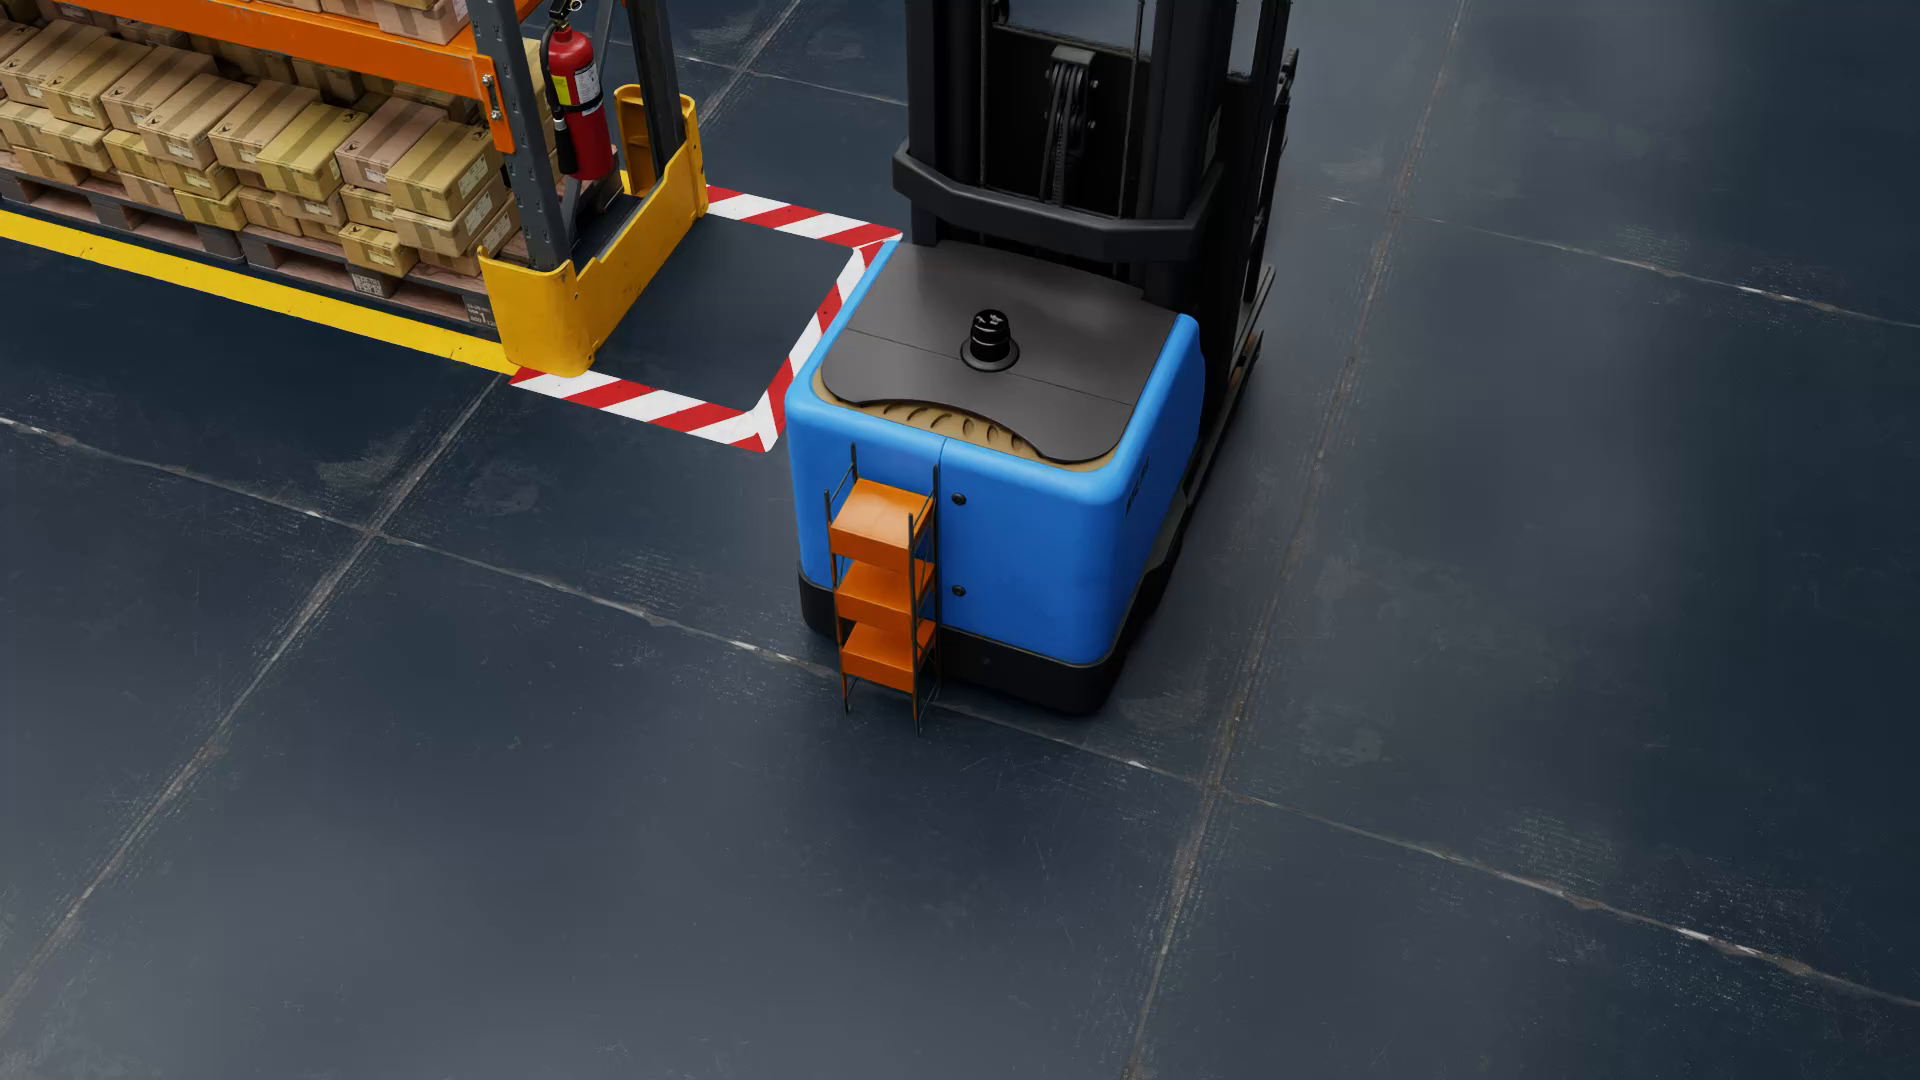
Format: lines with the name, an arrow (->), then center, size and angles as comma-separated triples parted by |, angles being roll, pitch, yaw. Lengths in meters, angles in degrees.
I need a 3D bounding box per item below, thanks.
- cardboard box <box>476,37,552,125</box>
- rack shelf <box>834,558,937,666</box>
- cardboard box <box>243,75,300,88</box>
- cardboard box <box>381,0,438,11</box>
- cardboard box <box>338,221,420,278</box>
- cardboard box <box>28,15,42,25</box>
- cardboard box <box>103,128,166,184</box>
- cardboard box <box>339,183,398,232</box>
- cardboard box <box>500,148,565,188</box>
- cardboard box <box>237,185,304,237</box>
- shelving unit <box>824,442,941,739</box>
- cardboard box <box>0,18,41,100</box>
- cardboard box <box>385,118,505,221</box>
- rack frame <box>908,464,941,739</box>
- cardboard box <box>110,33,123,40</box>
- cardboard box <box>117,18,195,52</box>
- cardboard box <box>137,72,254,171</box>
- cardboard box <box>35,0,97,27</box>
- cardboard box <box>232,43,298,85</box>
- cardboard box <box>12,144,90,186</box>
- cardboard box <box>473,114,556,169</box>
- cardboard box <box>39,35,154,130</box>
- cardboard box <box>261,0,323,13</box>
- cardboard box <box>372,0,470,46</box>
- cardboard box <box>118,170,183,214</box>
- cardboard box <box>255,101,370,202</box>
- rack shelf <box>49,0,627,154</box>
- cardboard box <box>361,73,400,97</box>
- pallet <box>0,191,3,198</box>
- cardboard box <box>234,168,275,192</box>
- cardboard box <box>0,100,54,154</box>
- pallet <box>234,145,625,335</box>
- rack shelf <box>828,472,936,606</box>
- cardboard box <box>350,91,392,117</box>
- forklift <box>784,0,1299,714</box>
cardboard box -> -1.698, -1.796, 6.537 | 0.250, 0.149, 0.380 | 14, 50, 11
rack shelf -> -0.214, 0.183, 4.910 | 0.240, 0.259, 0.215 | 16, 51, 13
cardboard box -> -2.709, -1.899, 6.823 | 0.250, 0.149, 0.380 | 13, 50, 11
cardboard box -> -1.835, -2.085, 5.309 | 0.500, 0.500, 0.500 | 17, 51, 14
cardboard box -> -2.167, -1.209, 6.421 | 0.250, 0.149, 0.380 | 17, 51, 14
cardboard box -> -3.954, -2.256, 7.132 | 0.250, 0.149, 0.380 | 16, 51, 13
cardboard box -> -3.131, -1.598, 6.562 | 0.250, 0.149, 0.380 | 18, 51, 15
cardboard box -> -2.145, -1.363, 6.358 | 0.250, 0.149, 0.380 | 15, 51, 12
cardboard box -> -1.705, -1.587, 6.749 | 0.250, 0.149, 0.380 | 17, 51, 14
cardboard box -> -2.621, -1.394, 6.582 | 0.250, 0.149, 0.380 | 16, 51, 13
shelving unit -> -0.214, 0.176, 4.902 | 0.252, 1.050, 0.215 | 16, 51, 13
cardboard box -> -3.870, -1.906, 6.632 | 0.250, 0.149, 0.380 | 17, 51, 14
cardboard box -> -1.909, -1.377, 6.174 | 0.250, 0.149, 0.380 | 16, 51, 14
rack frame -> -0.100, 0.209, 4.874 | 0.008, 1.050, 0.200 | 16, 51, 13
cardboard box -> -3.464, -2.119, 7.013 | 0.250, 0.149, 0.380 | 13, 50, 11
cardboard box -> -3.209, -2.125, 6.821 | 0.250, 0.149, 0.380 | 16, 51, 13
cardboard box -> -2.904, -1.605, 6.371 | 0.250, 0.149, 0.380 | 17, 51, 14
cardboard box -> -3.661, -2.329, 6.999 | 0.250, 0.149, 0.380 | 13, 50, 11
cardboard box -> -2.709, -2.025, 6.735 | 0.250, 0.149, 0.380 | 17, 51, 15
cardboard box -> -3.615, -1.637, 6.792 | 0.250, 0.149, 0.380 | 14, 51, 12
cardboard box -> -1.727, -1.640, 6.598 | 0.250, 0.149, 0.380 | 18, 51, 15
cardboard box -> -3.368, -1.801, 6.541 | 0.250, 0.149, 0.380 | 16, 51, 13
cardboard box -> -2.189, -1.969, 5.638 | 0.250, 0.149, 0.380 | 15, 51, 13
cardboard box -> -1.728, -1.822, 5.511 | 0.250, 0.149, 0.380 | 16, 51, 13
cardboard box -> -3.131, -1.503, 6.676 | 0.250, 0.149, 0.380 | 17, 51, 14
cardboard box -> -2.412, -1.461, 6.247 | 0.250, 0.149, 0.380 | 15, 51, 12
rack shelf -> -3.201, -2.308, 6.241 | 4.000, 0.370, 1.077 | 16, 51, 13
cardboard box -> -2.190, -1.940, 6.661 | 0.250, 0.149, 0.380 | 15, 51, 13
pallet -> -4.434, -2.003, 7.346 | 1.213, 0.211, 1.003 | 16, 51, 13
cardboard box -> -2.623, -1.535, 6.507 | 0.250, 0.149, 0.380 | 15, 51, 13
cardboard box -> -3.621, -1.733, 6.679 | 0.250, 0.149, 0.380 | 15, 51, 13
pallet -> -2.146, -1.364, 6.792 | 1.213, 0.211, 1.003 | 16, 51, 13
rack shelf -> -0.214, -0.003, 4.696 | 0.240, 0.259, 0.215 | 16, 51, 13
cardboard box -> -2.225, -1.753, 6.696 | 0.250, 0.149, 0.380 | 16, 51, 14
forklift -> 0.495, -1.557, 5.160 | 1.130, 2.935, 3.031 | 17, 51, 14
